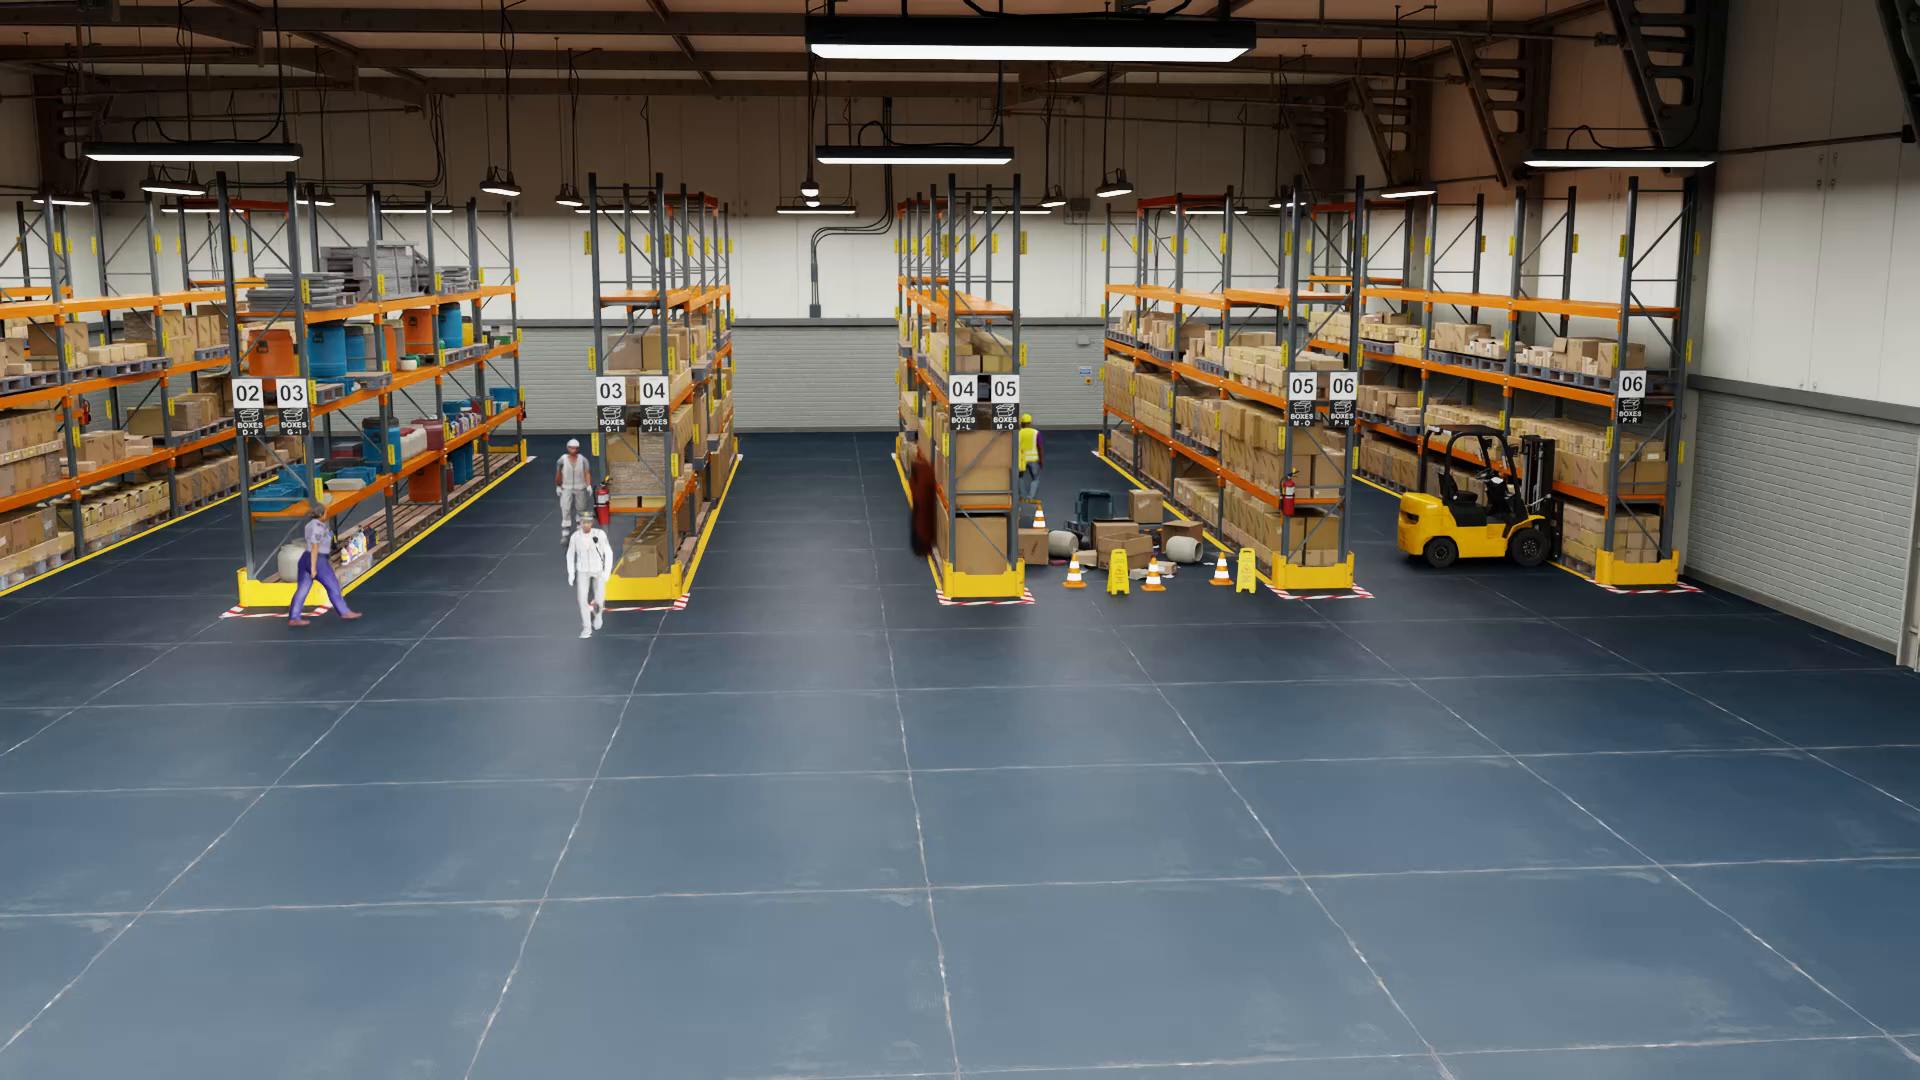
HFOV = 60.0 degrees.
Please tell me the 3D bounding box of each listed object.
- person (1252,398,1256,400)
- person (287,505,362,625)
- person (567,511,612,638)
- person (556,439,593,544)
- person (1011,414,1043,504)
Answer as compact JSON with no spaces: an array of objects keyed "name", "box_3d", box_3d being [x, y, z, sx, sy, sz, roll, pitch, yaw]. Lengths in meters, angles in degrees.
[{"name":"person","box_3d":[6.675,-2.408,37.387,0.573,1.722,0.457,-9,13,-41]},{"name":"person","box_3d":[-8.587,0.310,22.248,0.481,1.579,0.973,7,12,36]},{"name":"person","box_3d":[-4.813,0.420,21.641,0.583,1.657,0.518,-1,10,-3]},{"name":"person","box_3d":[-6.599,-0.863,28.416,0.645,1.724,1.017,-1,10,-6]},{"name":"person","box_3d":[1.248,-1.509,30.941,0.604,1.674,0.575,0,10,2]}]
